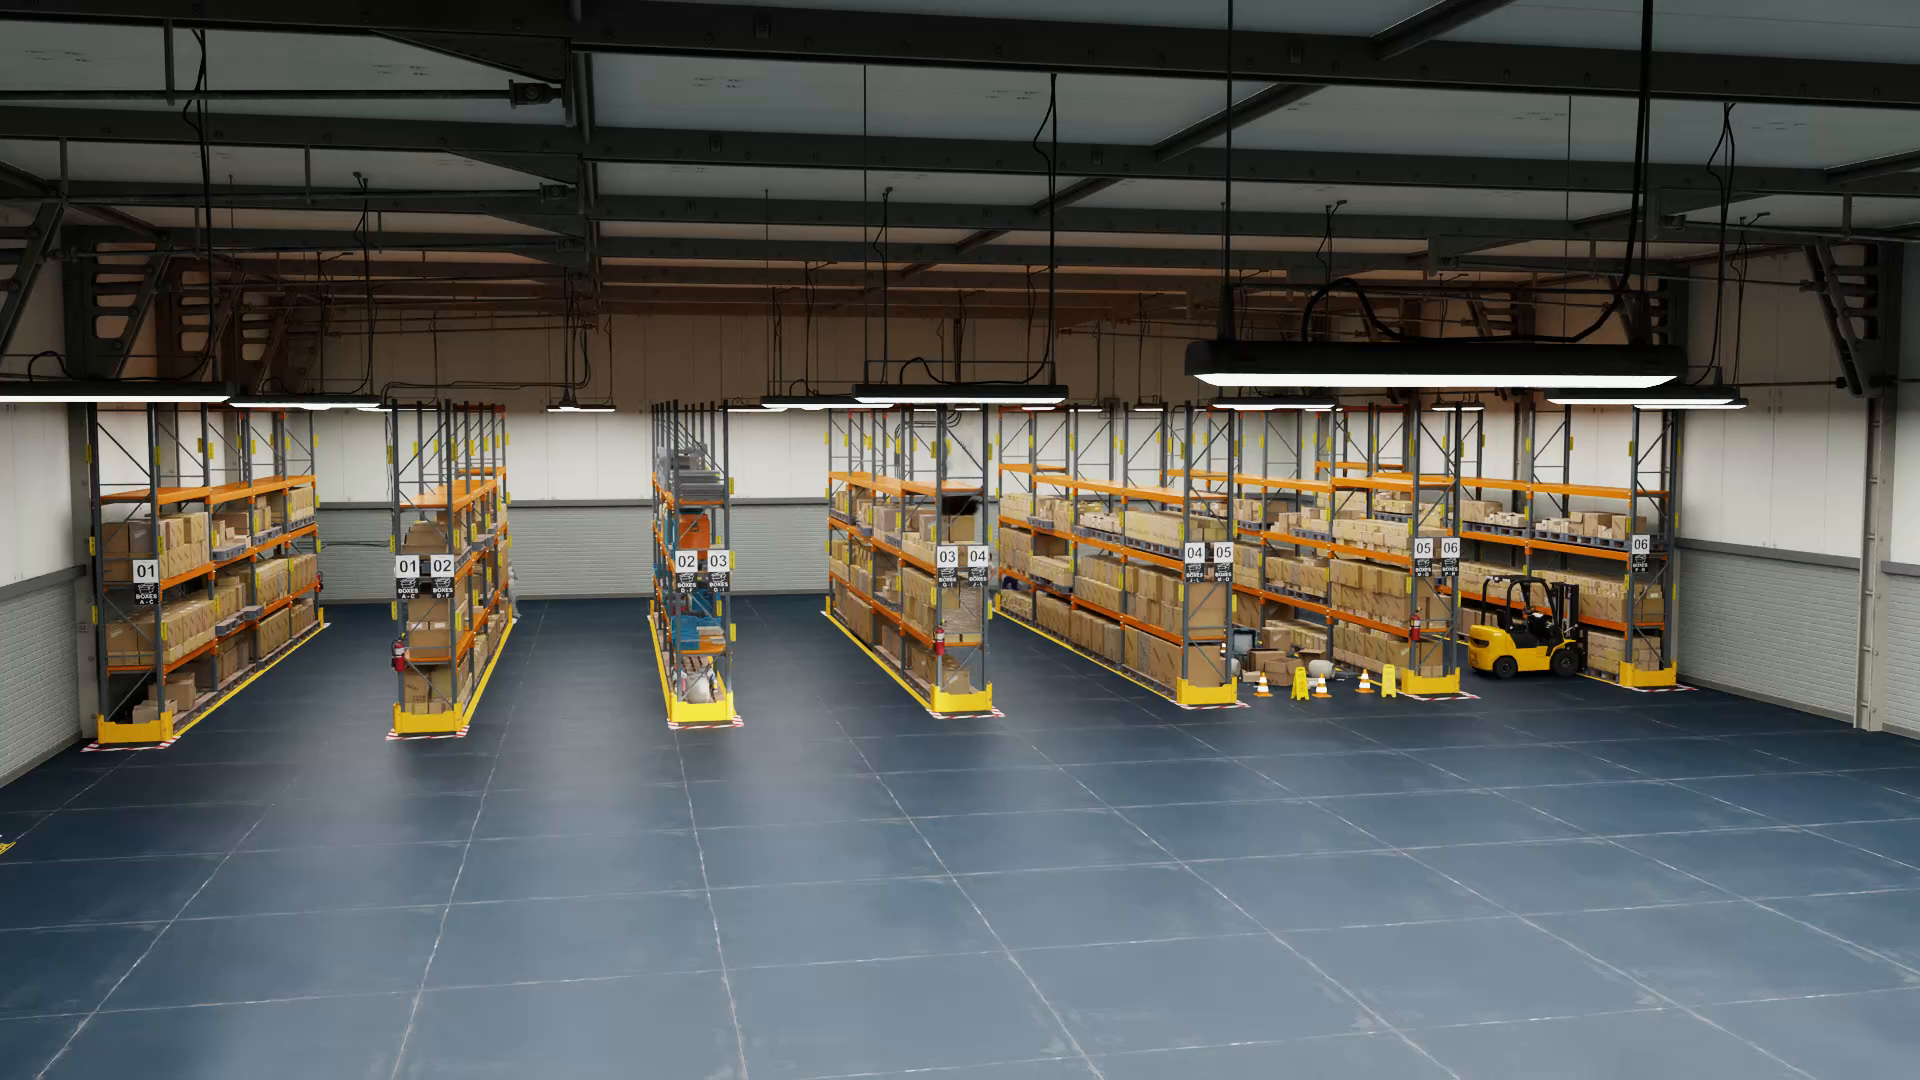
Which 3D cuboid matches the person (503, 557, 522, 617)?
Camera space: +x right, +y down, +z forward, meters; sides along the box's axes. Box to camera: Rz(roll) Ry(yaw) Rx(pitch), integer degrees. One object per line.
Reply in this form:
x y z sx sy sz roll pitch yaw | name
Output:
-12.841 1.334 47.116 0.906 1.706 0.609 0 4 3 | person

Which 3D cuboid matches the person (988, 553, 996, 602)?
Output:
0.764 1.185 49.730 0.526 1.637 0.586 -1 4 -9 | person

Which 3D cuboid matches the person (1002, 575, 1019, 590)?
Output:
1.543 1.118 50.344 0.678 1.666 0.580 -3 5 -33 | person
